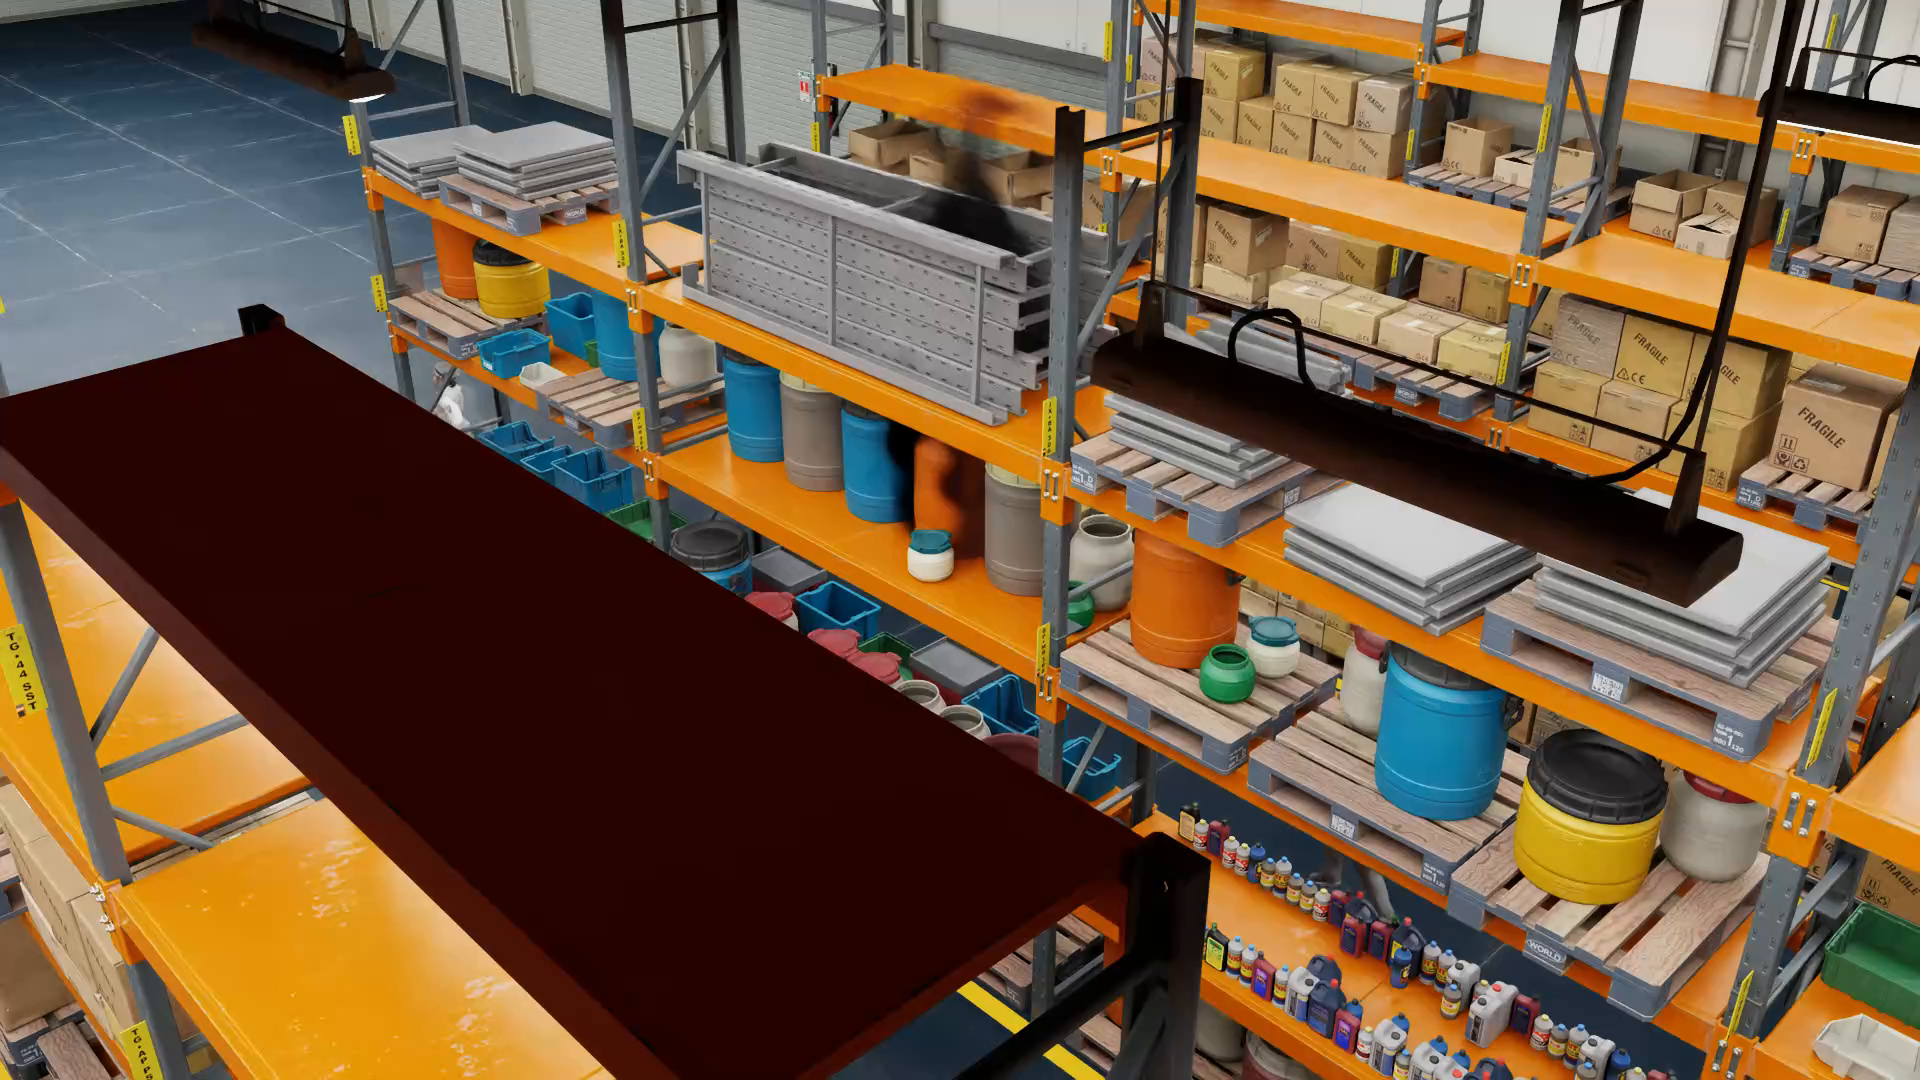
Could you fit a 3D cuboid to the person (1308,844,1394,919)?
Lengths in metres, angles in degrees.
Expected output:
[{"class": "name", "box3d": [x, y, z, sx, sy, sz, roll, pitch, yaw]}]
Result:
[{"class": "person", "box3d": [2.677, 1.841, 11.176, 0.556, 1.704, 0.797, -19, 34, -31]}]

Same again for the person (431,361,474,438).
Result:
[{"class": "person", "box3d": [-5.082, -1.010, 16.960, 0.936, 1.702, 0.597, 2, 28, 4]}]

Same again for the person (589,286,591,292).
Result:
[{"class": "person", "box3d": [-4.280, -2.719, 20.211, 0.891, 1.581, 0.540, -13, 31, -23]}]
